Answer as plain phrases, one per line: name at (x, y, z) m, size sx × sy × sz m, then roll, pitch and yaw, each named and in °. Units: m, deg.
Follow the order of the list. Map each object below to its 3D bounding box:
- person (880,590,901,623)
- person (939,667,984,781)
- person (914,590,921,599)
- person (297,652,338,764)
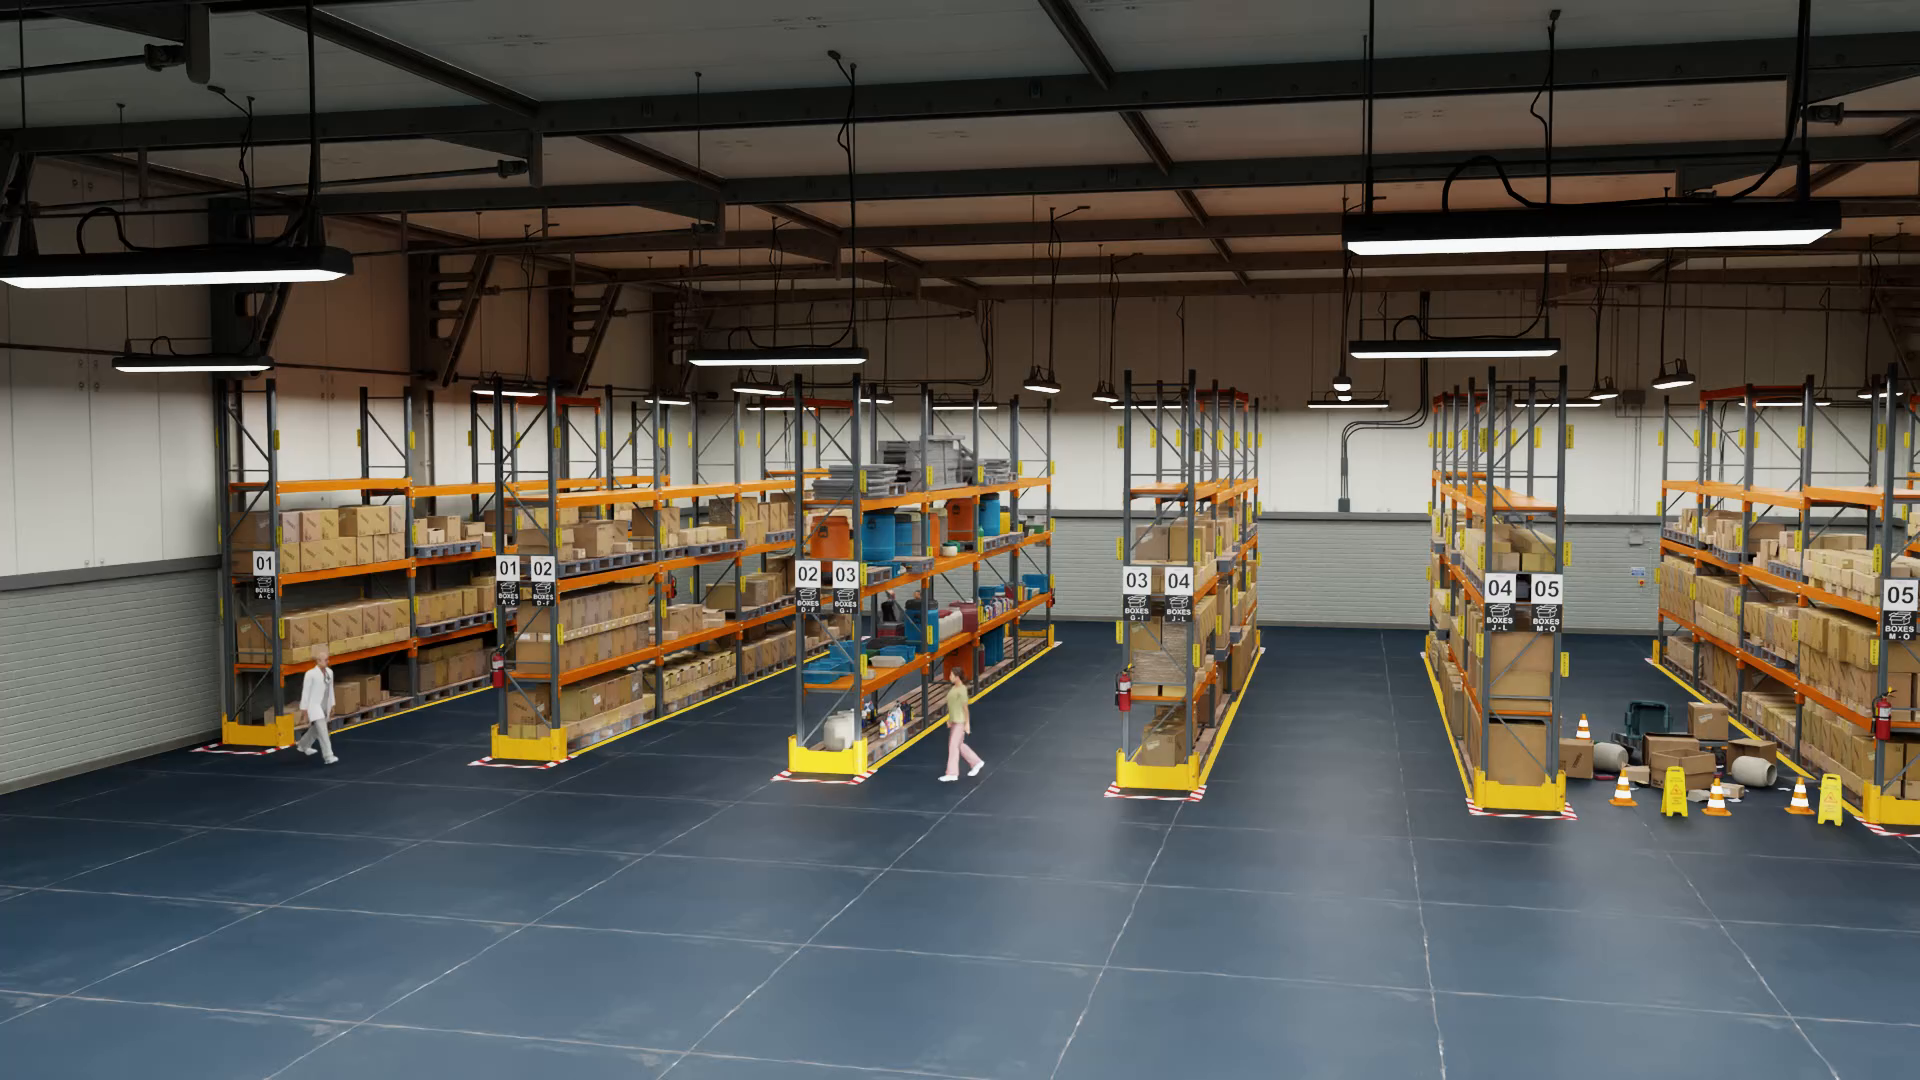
person at (-1.531, 1.959, 36.496) m, size 0.566 × 1.721 × 0.498 m, roll 3°, pitch 5°, yaw 43°
person at (0.020, 2.691, 24.531) m, size 0.764 × 1.662 × 0.439 m, roll -1°, pitch 4°, yaw -16°
person at (-0.957, 1.937, 37.679) m, size 0.528 × 1.571 × 1.034 m, roll 1°, pitch 3°, yaw 11°
person at (-9.989, 2.593, 25.871) m, size 1.206 × 1.717 × 0.615 m, roll 2°, pitch 4°, yaw 31°
